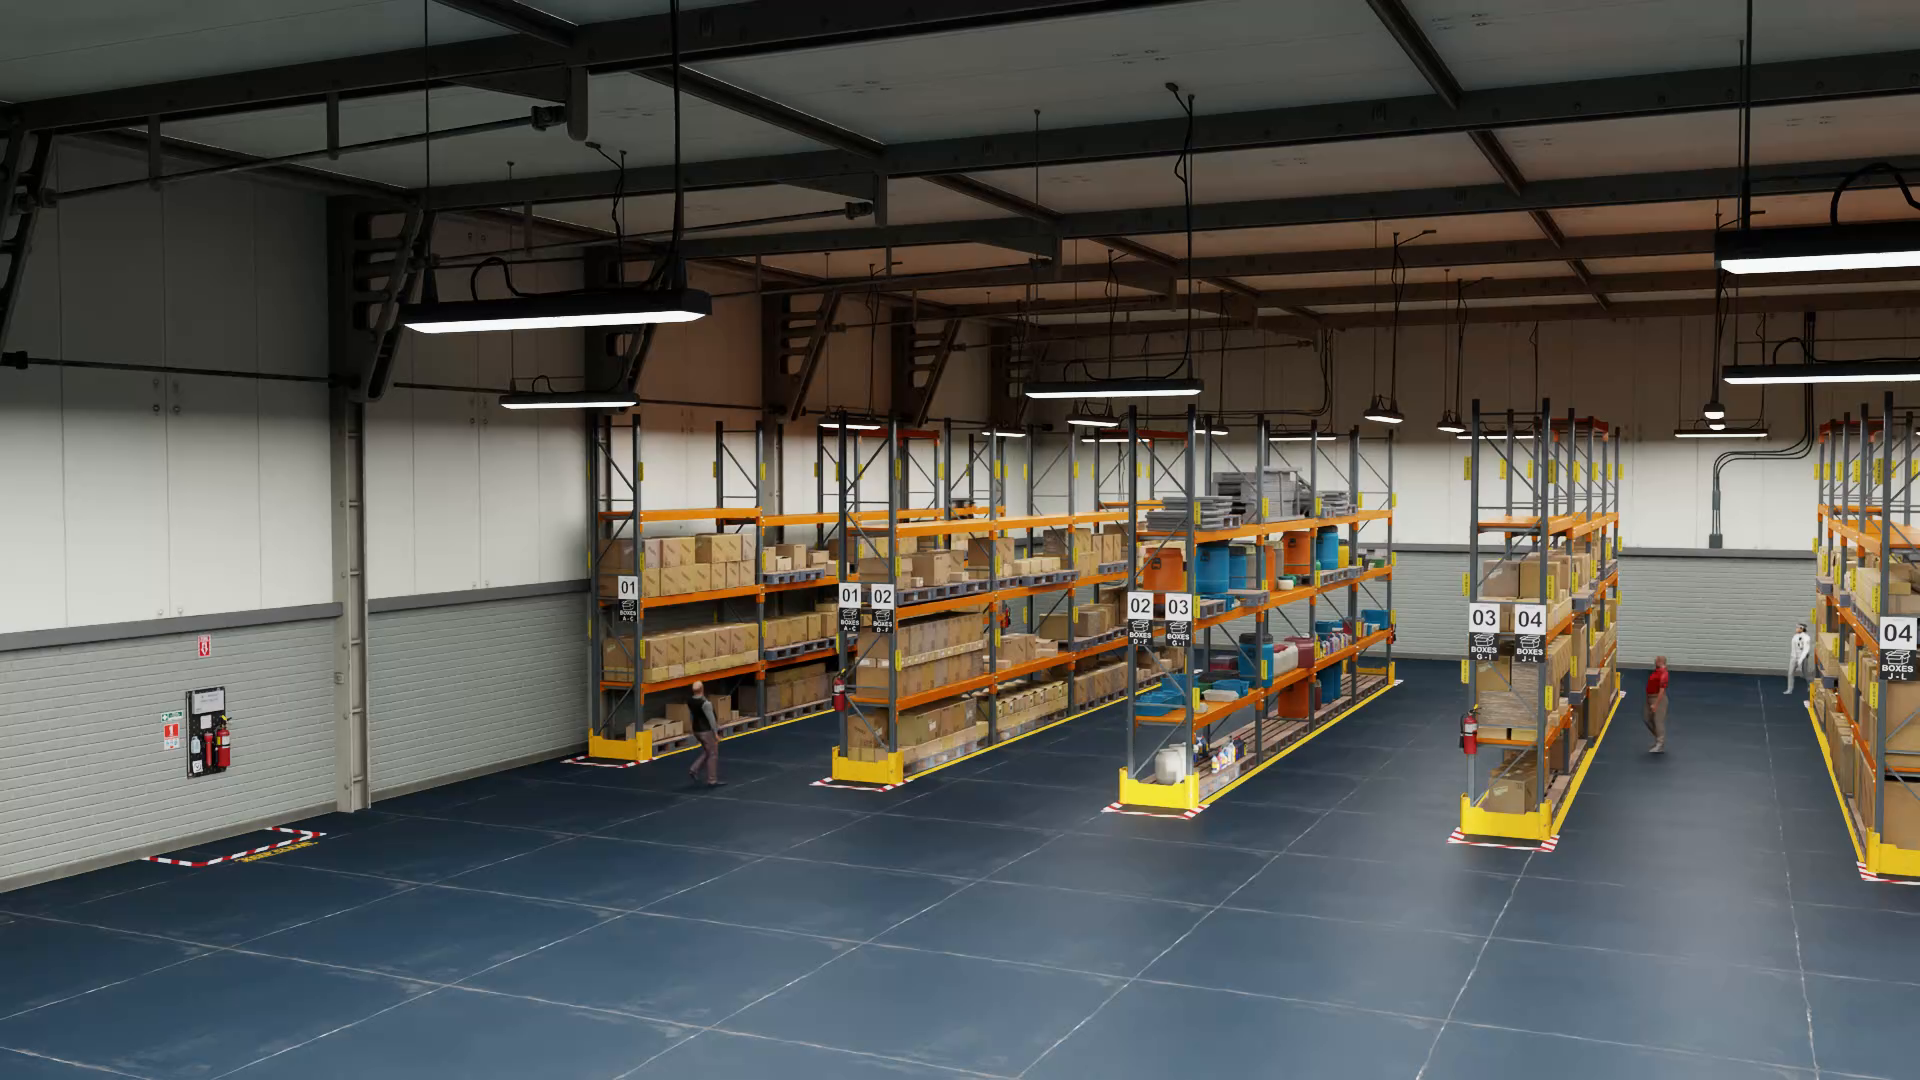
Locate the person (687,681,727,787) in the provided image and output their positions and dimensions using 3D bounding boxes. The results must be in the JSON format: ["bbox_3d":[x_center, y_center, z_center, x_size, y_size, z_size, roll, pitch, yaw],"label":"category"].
[{"bbox_3d":[-4.054,3.074,26.485,0.579,1.695,0.615,-2,3,-34],"label":"person"}]

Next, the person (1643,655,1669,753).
[{"bbox_3d":[12.494,2.922,29.774,0.450,1.746,0.634,0,2,3],"label":"person"}]

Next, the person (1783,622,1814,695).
[{"bbox_3d":[18.855,2.648,37.269,0.993,1.637,0.439,-2,3,-39],"label":"person"}]
